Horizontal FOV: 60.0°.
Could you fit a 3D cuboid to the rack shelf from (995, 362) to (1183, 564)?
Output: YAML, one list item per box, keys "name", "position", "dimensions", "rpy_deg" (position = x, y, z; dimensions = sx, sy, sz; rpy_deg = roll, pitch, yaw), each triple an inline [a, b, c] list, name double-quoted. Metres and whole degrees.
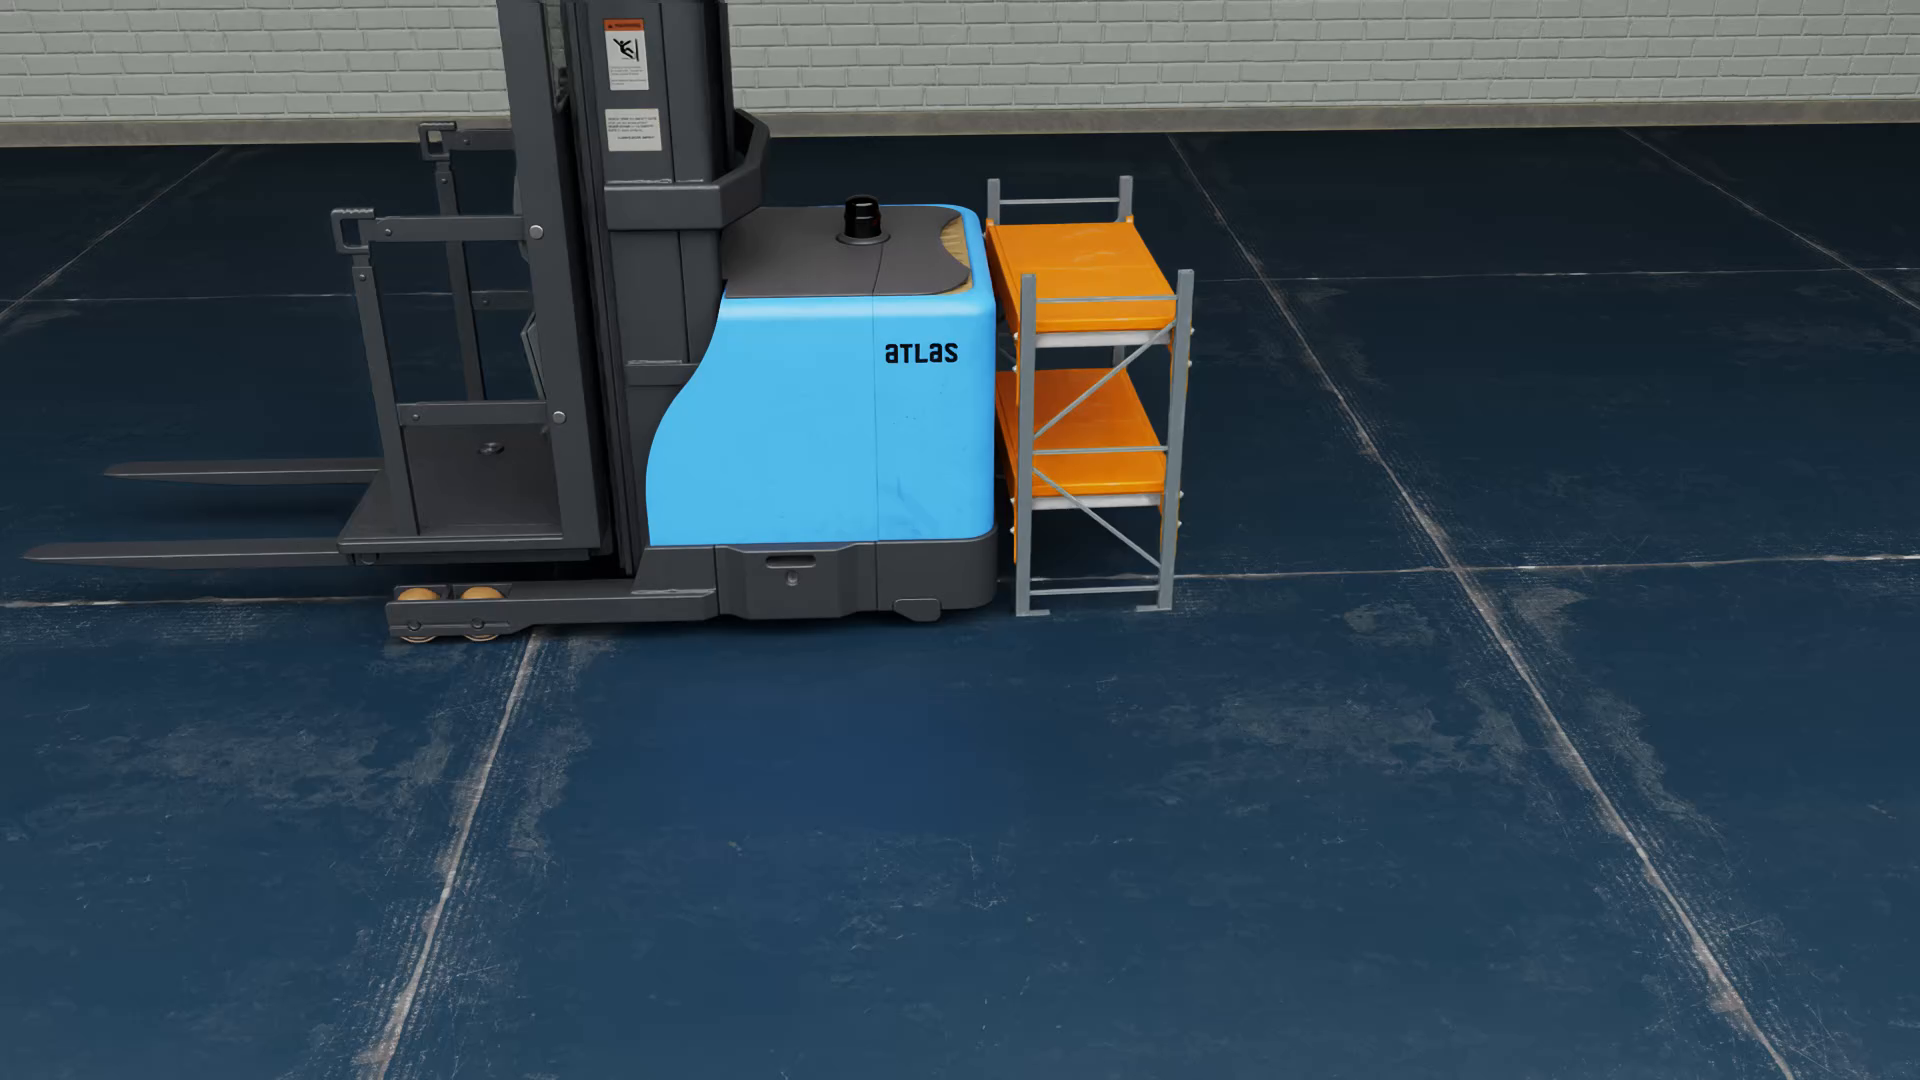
- name: "rack shelf"
  position: [0.384, -0.288, 5.614]
  dimensions: [0.538, 0.278, 1.000]
  rpy_deg: [-2, 28, -4]

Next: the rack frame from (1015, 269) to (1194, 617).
- name: "rack frame"
  position: [0.426, -0.270, 5.052]
  dimensions: [0.500, 1.125, 0.032]
  rpy_deg: [-2, 28, -4]

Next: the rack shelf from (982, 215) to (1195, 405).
- name: "rack shelf"
  position: [0.384, -0.764, 5.365]
  dimensions: [0.538, 0.278, 1.000]
  rpy_deg: [-2, 28, -4]

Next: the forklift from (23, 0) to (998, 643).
- name: "forklift"
  position: [-1.416, -1.233, 4.944]
  dimensions: [3.031, 2.935, 1.130]
  rpy_deg: [-1, 28, -2]

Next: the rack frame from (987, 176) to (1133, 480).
- name: "rack frame"
  position: [0.343, -0.739, 5.950]
  dimensions: [0.500, 1.125, 0.032]
  rpy_deg: [-2, 28, -4]

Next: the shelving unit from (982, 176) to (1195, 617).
- name: "shelving unit"
  position: [0.384, -0.504, 5.501]
  dimensions: [0.538, 1.125, 1.048]
  rpy_deg: [-2, 28, -4]
